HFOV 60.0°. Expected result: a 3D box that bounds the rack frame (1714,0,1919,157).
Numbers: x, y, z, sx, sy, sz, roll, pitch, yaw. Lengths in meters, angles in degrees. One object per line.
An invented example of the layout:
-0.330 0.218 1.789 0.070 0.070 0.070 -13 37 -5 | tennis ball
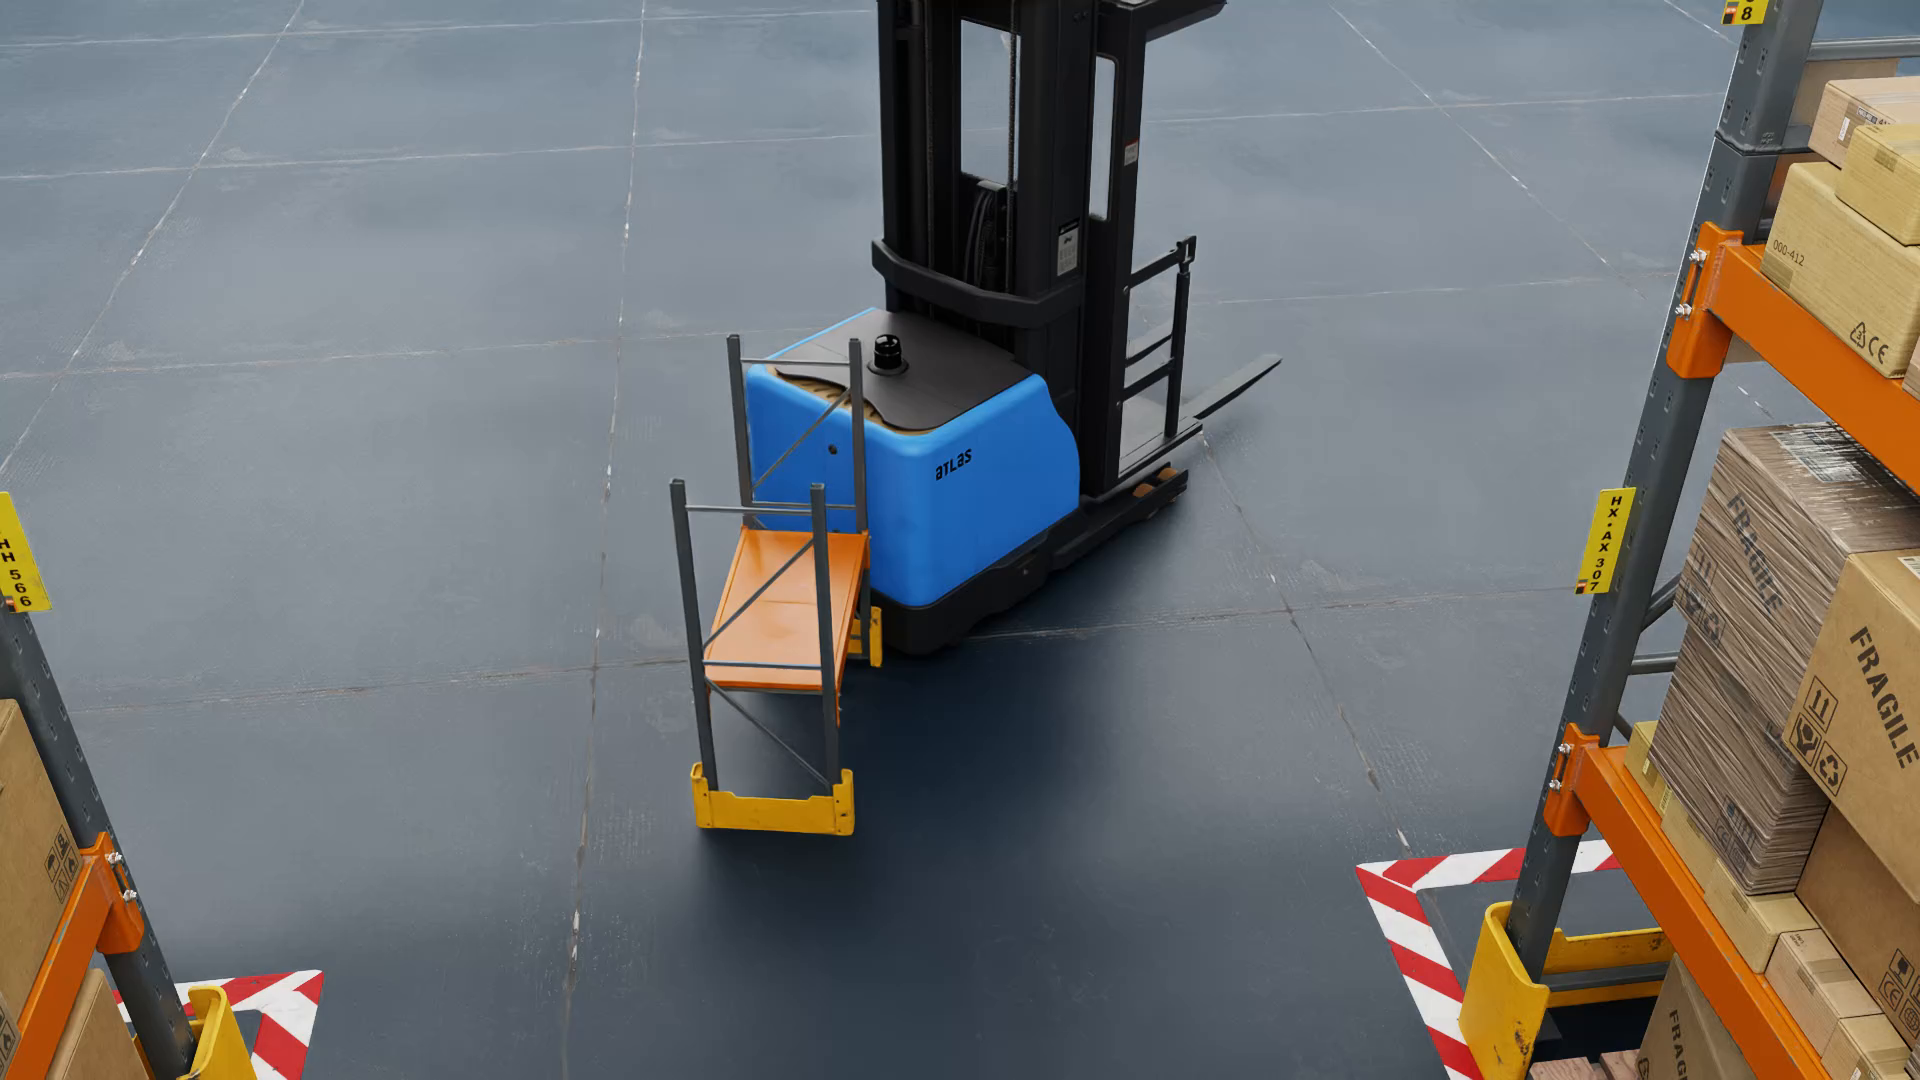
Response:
2.212 -2.157 2.925 1.000 3.000 0.127 -4 35 -6 | rack frame

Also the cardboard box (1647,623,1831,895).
2.258 0.467 4.049 0.875 0.500 0.500 -4 35 -6 | cardboard box

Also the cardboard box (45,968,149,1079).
-2.560 1.719 4.078 0.875 0.875 0.875 -4 34 -6 | cardboard box

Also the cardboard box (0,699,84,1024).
-2.622 0.783 3.805 0.875 0.550 0.550 -4 35 -6 | cardboard box

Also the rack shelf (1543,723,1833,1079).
2.481 1.735 3.179 1.077 0.370 4.000 -4 35 -6 | rack shelf

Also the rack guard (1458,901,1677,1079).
2.222 1.397 5.256 1.175 0.500 0.348 -4 35 -6 | rack guard

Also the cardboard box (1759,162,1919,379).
2.020 -0.567 3.388 0.500 0.250 0.500 -3 34 -5 | cardboard box

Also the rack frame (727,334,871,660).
-0.619 -0.133 6.614 0.500 1.500 0.032 2 34 3 | rack frame

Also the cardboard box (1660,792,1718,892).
2.028 0.744 4.218 0.380 0.149 0.250 -4 35 -6 | cardboard box

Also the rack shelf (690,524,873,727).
-0.653 0.301 6.296 0.538 0.185 1.000 2 34 3 | rack shelf

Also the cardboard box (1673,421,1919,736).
2.016 0.072 3.740 0.500 0.500 0.500 -4 35 -6 | cardboard box

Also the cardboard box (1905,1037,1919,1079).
2.469 1.019 3.238 0.875 0.500 0.500 -4 35 -6 | cardboard box

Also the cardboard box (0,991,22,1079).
-2.526 1.088 3.357 0.875 0.550 0.550 -4 35 -6 | cardboard box

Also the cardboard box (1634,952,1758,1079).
2.279 1.531 4.687 0.500 0.500 0.500 2 34 2 | cardboard box

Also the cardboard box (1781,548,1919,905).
2.076 0.352 3.330 0.500 0.500 0.500 -4 35 -6 | cardboard box

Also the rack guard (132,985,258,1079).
-2.720 1.661 4.869 1.175 0.500 0.348 -4 35 -6 | rack guard

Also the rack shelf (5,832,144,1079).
-2.448 2.054 2.711 1.077 0.370 4.000 -4 35 -6 | rack shelf

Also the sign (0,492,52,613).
-2.177 0.031 3.802 0.100 0.325 0.005 -4 35 -6 | sign

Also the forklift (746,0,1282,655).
0.447 -1.482 7.321 1.130 2.935 3.031 27 42 33 | forklift

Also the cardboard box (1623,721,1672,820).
2.014 0.603 4.425 0.380 0.149 0.250 -4 35 -6 | cardboard box

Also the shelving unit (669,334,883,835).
-0.654 0.158 6.187 0.587 1.500 1.083 2 34 3 | shelving unit

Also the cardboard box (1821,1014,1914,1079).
2.128 1.162 3.604 0.380 0.149 0.250 -4 35 -6 | cardboard box

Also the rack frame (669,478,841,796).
-0.687 0.438 5.775 0.500 1.500 0.032 2 34 3 | rack frame

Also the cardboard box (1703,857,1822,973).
2.047 0.884 4.012 0.380 0.149 0.250 -4 35 -6 | cardboard box

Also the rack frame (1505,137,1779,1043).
2.212 0.322 4.614 1.000 3.000 0.127 -4 35 -6 | rack frame

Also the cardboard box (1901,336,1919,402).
2.096 -0.280 2.967 0.500 0.250 0.500 -5 35 -7 | cardboard box

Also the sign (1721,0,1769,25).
1.674 -1.238 3.463 0.100 0.325 0.005 -4 35 -6 | sign

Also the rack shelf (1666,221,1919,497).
2.481 0.496 2.334 1.077 0.370 4.000 -4 35 -6 | rack shelf

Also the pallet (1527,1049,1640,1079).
2.296 1.973 4.668 1.003 0.211 1.213 -4 35 -6 | pallet

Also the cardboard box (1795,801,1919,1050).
2.445 0.737 3.653 0.875 0.500 0.500 -4 35 -6 | cardboard box

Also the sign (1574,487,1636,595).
1.674 0.005 4.310 0.100 0.325 0.005 -4 35 -6 | sign

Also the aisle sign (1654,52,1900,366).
1.906 -0.764 3.899 0.394 0.787 0.004 -4 35 -6 | aisle sign

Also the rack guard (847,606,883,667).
-0.620 0.394 6.950 0.587 0.250 0.087 2 34 3 | rack guard

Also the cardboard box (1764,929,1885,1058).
2.101 1.022 3.809 0.380 0.149 0.250 -4 35 -6 | cardboard box

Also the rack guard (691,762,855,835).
-0.687 0.954 6.128 0.587 0.250 0.087 2 34 3 | rack guard

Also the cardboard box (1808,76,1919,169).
2.020 -0.849 3.448 0.380 0.149 0.250 -5 35 -7 | cardboard box

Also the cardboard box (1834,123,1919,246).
1.959 -0.697 3.225 0.380 0.149 0.250 -4 34 -5 | cardboard box
